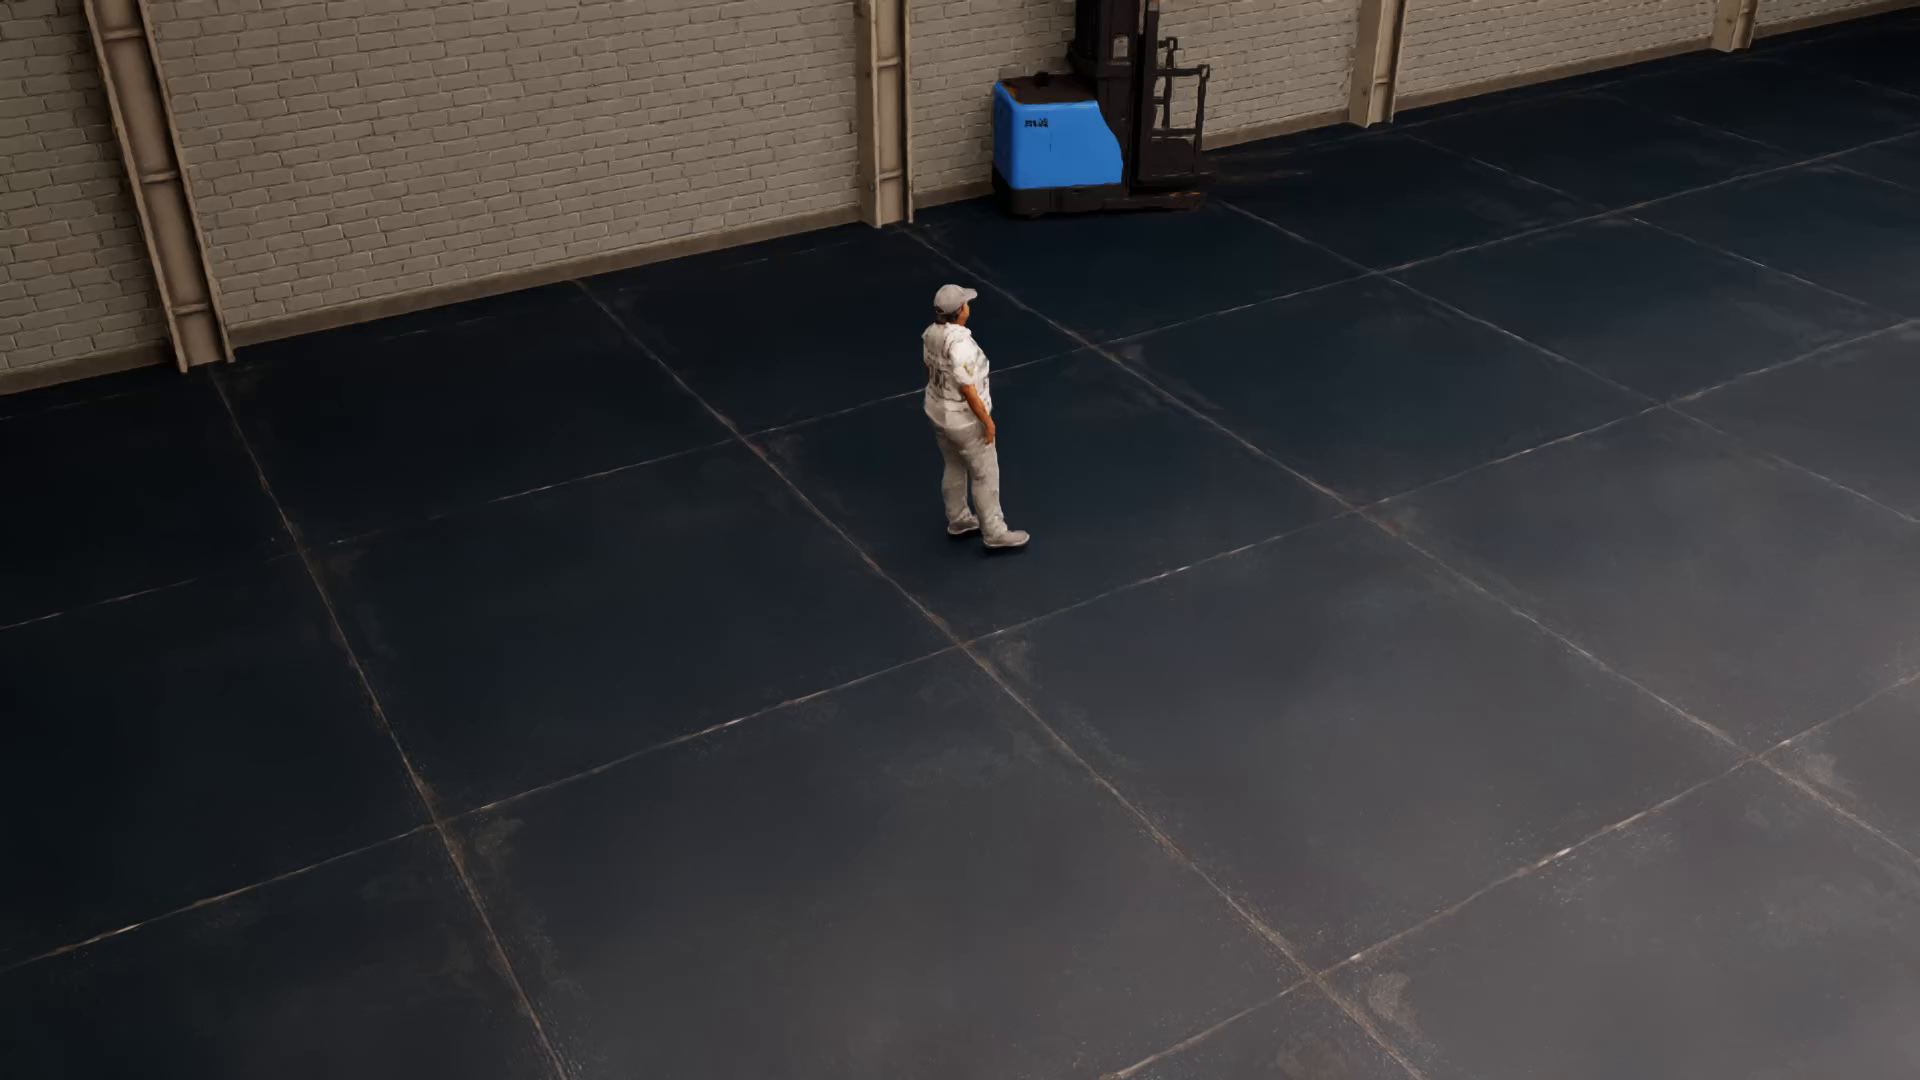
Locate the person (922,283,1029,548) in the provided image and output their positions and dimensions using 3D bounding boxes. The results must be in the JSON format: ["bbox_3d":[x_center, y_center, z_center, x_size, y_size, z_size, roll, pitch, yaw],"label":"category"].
[{"bbox_3d":[0.077,-0.766,10.065,0.529,1.669,0.598,-17,35,-26],"label":"person"}]

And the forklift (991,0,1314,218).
[{"bbox_3d":[1.850,-4.615,15.354,3.031,2.935,1.130,-6,31,-9],"label":"forklift"}]
